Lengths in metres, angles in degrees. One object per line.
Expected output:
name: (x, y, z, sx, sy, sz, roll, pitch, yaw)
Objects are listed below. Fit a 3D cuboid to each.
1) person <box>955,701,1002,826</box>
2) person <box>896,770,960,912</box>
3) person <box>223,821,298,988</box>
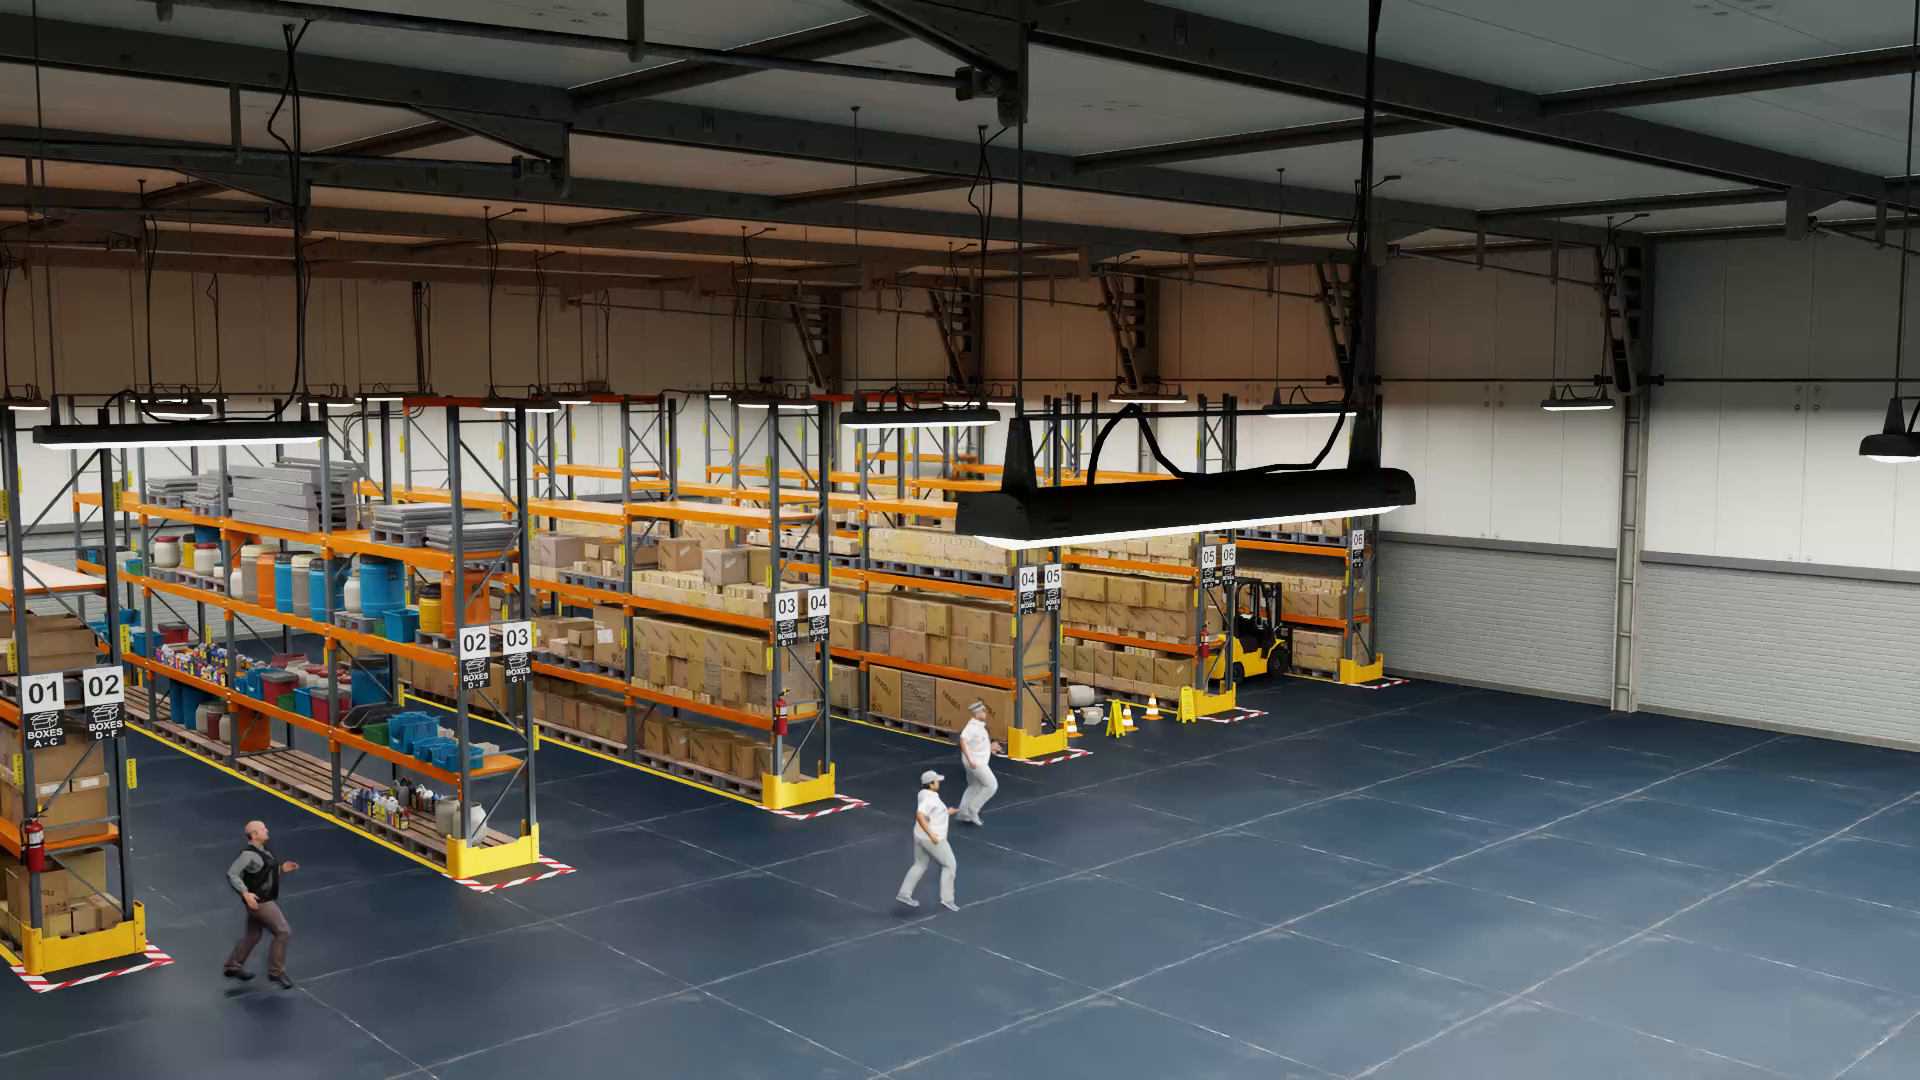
person: (0.279, 3.173, 23.727, 0.671, 1.786, 0.659, 0, 6, -5)
person: (-0.364, 3.600, 19.773, 0.751, 1.720, 0.580, -2, 6, -23)
person: (-7.296, 3.803, 17.328, 0.769, 1.783, 0.630, -2, 6, -19)
